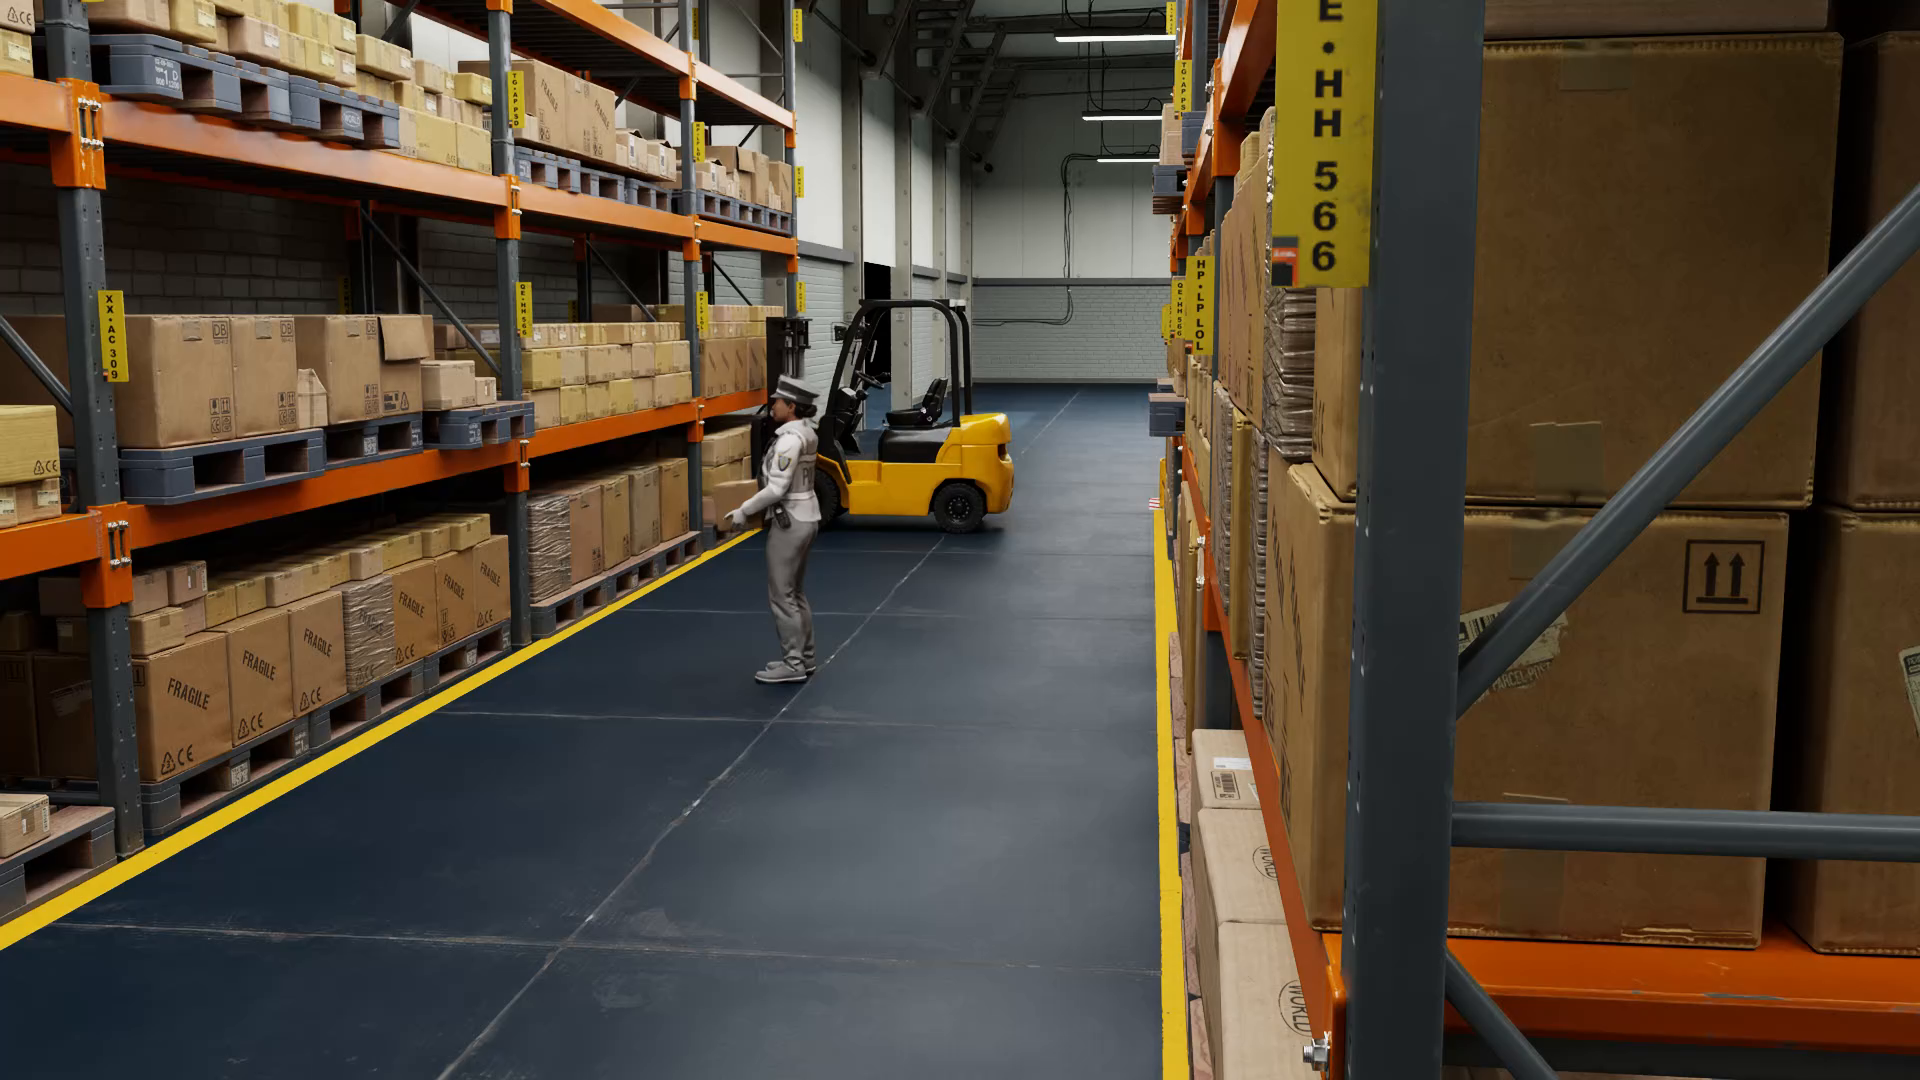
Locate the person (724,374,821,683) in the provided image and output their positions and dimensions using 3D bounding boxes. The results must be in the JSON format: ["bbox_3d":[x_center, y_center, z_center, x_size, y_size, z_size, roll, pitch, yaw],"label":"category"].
[{"bbox_3d":[-1.015,-0.069,9.186,0.517,1.692,0.482,1,8,6],"label":"person"}]
